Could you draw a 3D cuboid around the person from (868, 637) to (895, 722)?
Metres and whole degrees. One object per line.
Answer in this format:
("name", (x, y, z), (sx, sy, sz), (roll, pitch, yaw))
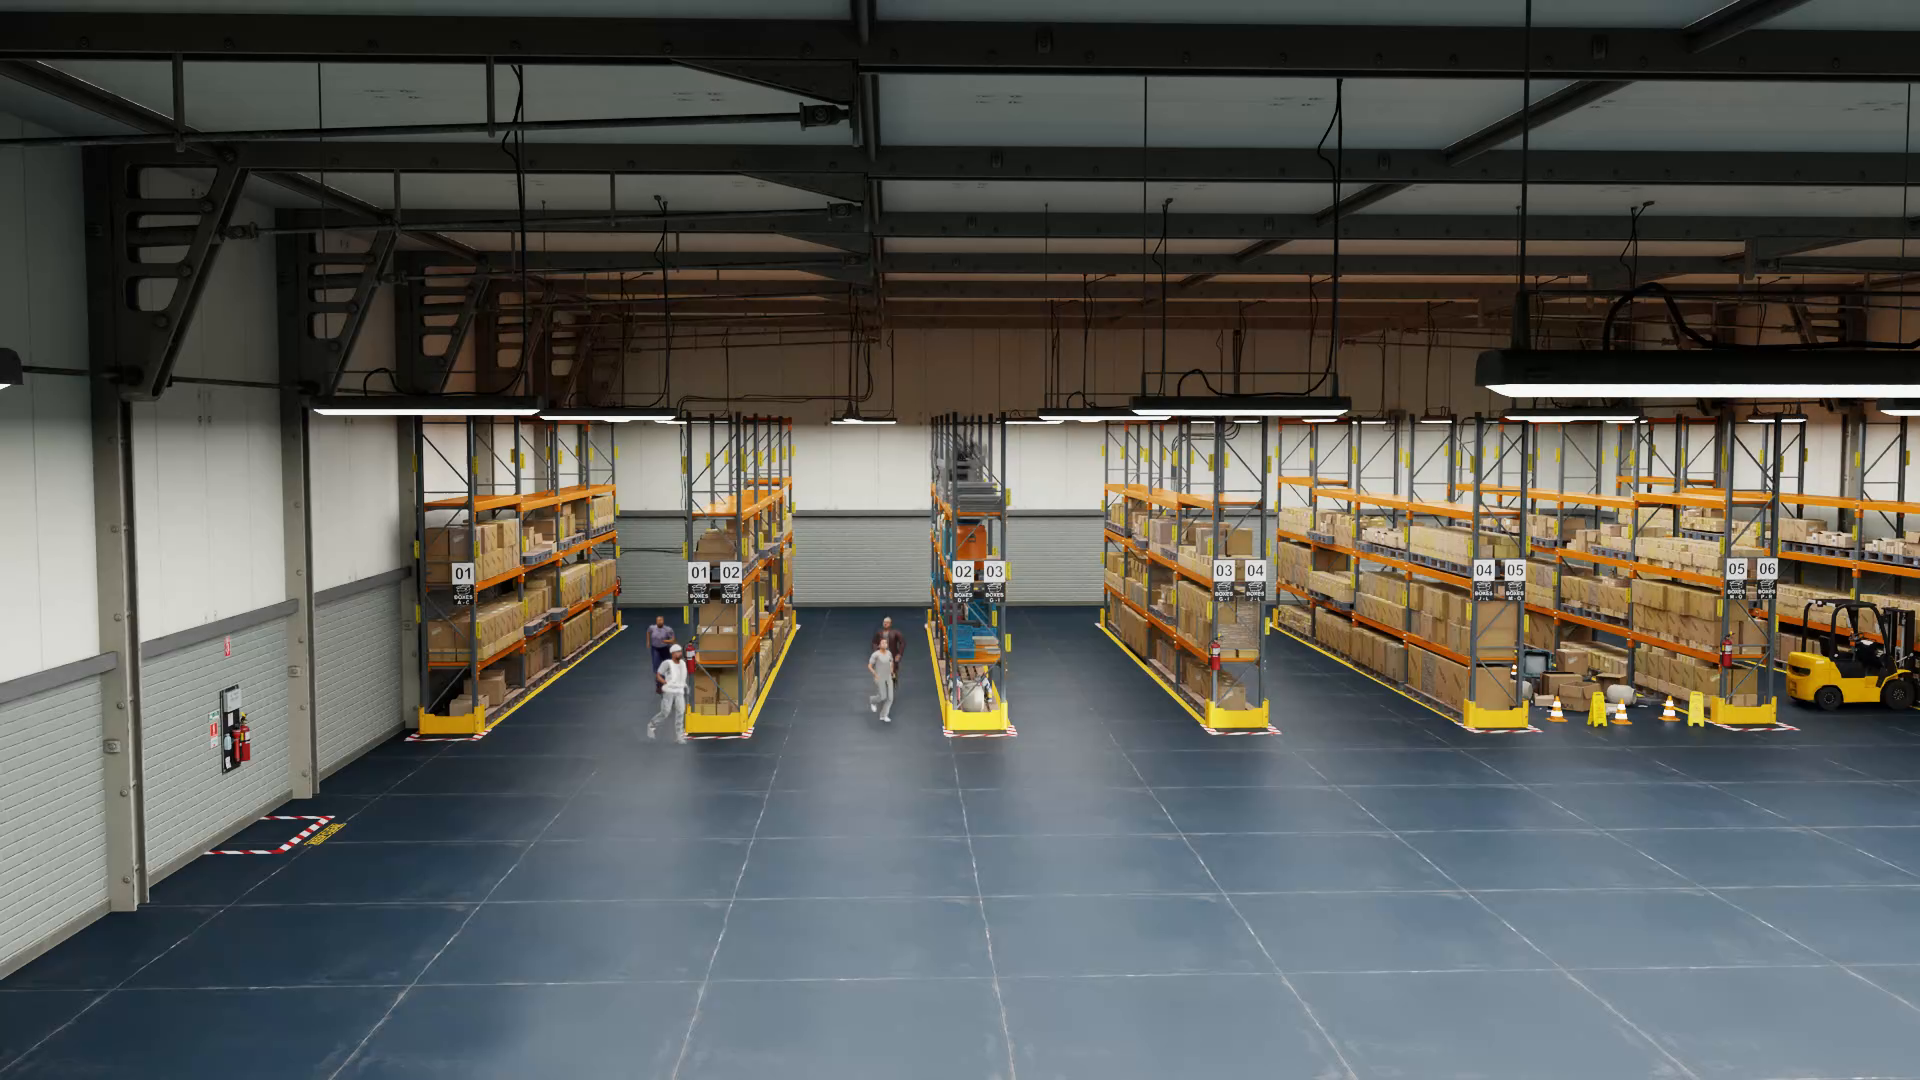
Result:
("person", (-1.525, 2.706, 32.483), (0.569, 1.629, 0.624), (-2, 5, -32))

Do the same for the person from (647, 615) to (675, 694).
("person", (-6.486, 2.462, 36.084), (0.627, 1.695, 0.860), (0, 4, -4))

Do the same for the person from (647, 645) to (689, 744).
("person", (-5.174, 2.774, 30.192), (0.984, 1.747, 0.743), (4, 5, 42))

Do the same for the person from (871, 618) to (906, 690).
("person", (-1.517, 2.493, 34.914), (0.742, 1.733, 0.714), (1, 4, 9))

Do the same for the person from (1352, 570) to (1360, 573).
("person", (11.308, 1.624, 47.447), (0.735, 1.722, 0.766), (-1, 4, -21))
